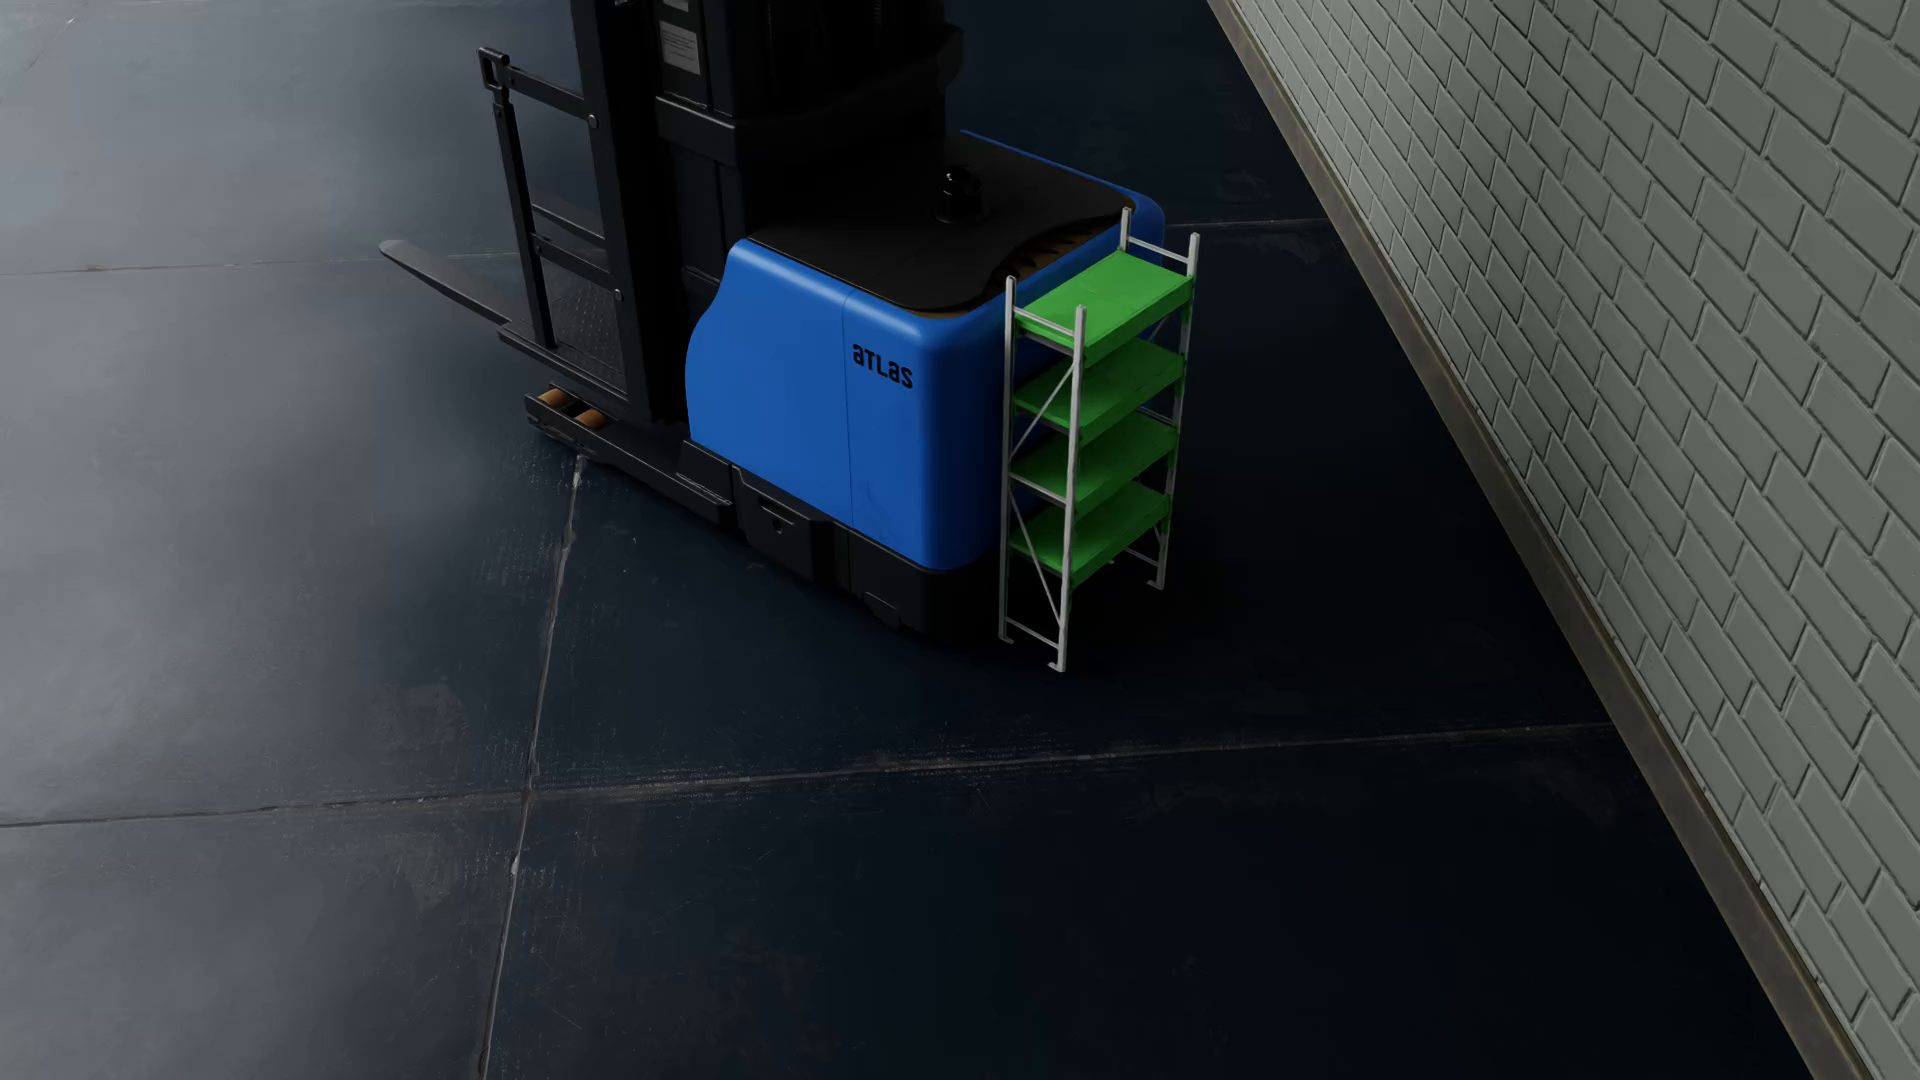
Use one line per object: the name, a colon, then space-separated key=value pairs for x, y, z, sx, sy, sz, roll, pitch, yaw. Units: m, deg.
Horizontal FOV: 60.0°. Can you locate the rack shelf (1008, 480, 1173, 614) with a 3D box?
rack shelf: x=0.367 y=-0.015 z=4.790 sx=0.258 sy=0.148 sz=0.480 roll=28 pitch=46 yaw=31

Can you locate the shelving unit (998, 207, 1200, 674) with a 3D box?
shelving unit: x=0.368 y=-0.253 z=4.601 sx=0.258 sy=1.200 sz=0.503 roll=28 pitch=46 yaw=31

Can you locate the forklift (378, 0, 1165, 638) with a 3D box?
forklift: x=-0.844 y=-1.640 z=4.963 sx=3.031 sy=2.935 sz=1.130 roll=28 pitch=46 yaw=31

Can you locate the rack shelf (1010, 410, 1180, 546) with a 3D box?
rack shelf: x=0.368 y=-0.203 z=4.641 sx=0.258 sy=0.148 sz=0.480 roll=28 pitch=46 yaw=31

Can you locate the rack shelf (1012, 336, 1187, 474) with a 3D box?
rack shelf: x=0.368 y=-0.391 z=4.492 sx=0.258 sy=0.148 sz=0.480 roll=28 pitch=46 yaw=31

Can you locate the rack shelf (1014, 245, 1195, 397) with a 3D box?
rack shelf: x=0.369 y=-0.579 z=4.343 sx=0.258 sy=0.148 sz=0.480 roll=28 pitch=46 yaw=31

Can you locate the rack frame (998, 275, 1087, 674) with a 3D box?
rack frame: x=0.209 y=-0.138 z=4.456 sx=0.240 sy=1.200 sz=0.015 roll=28 pitch=46 yaw=31

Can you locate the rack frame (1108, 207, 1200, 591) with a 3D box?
rack frame: x=0.527 y=-0.368 z=4.747 sx=0.240 sy=1.200 sz=0.015 roll=28 pitch=46 yaw=31
